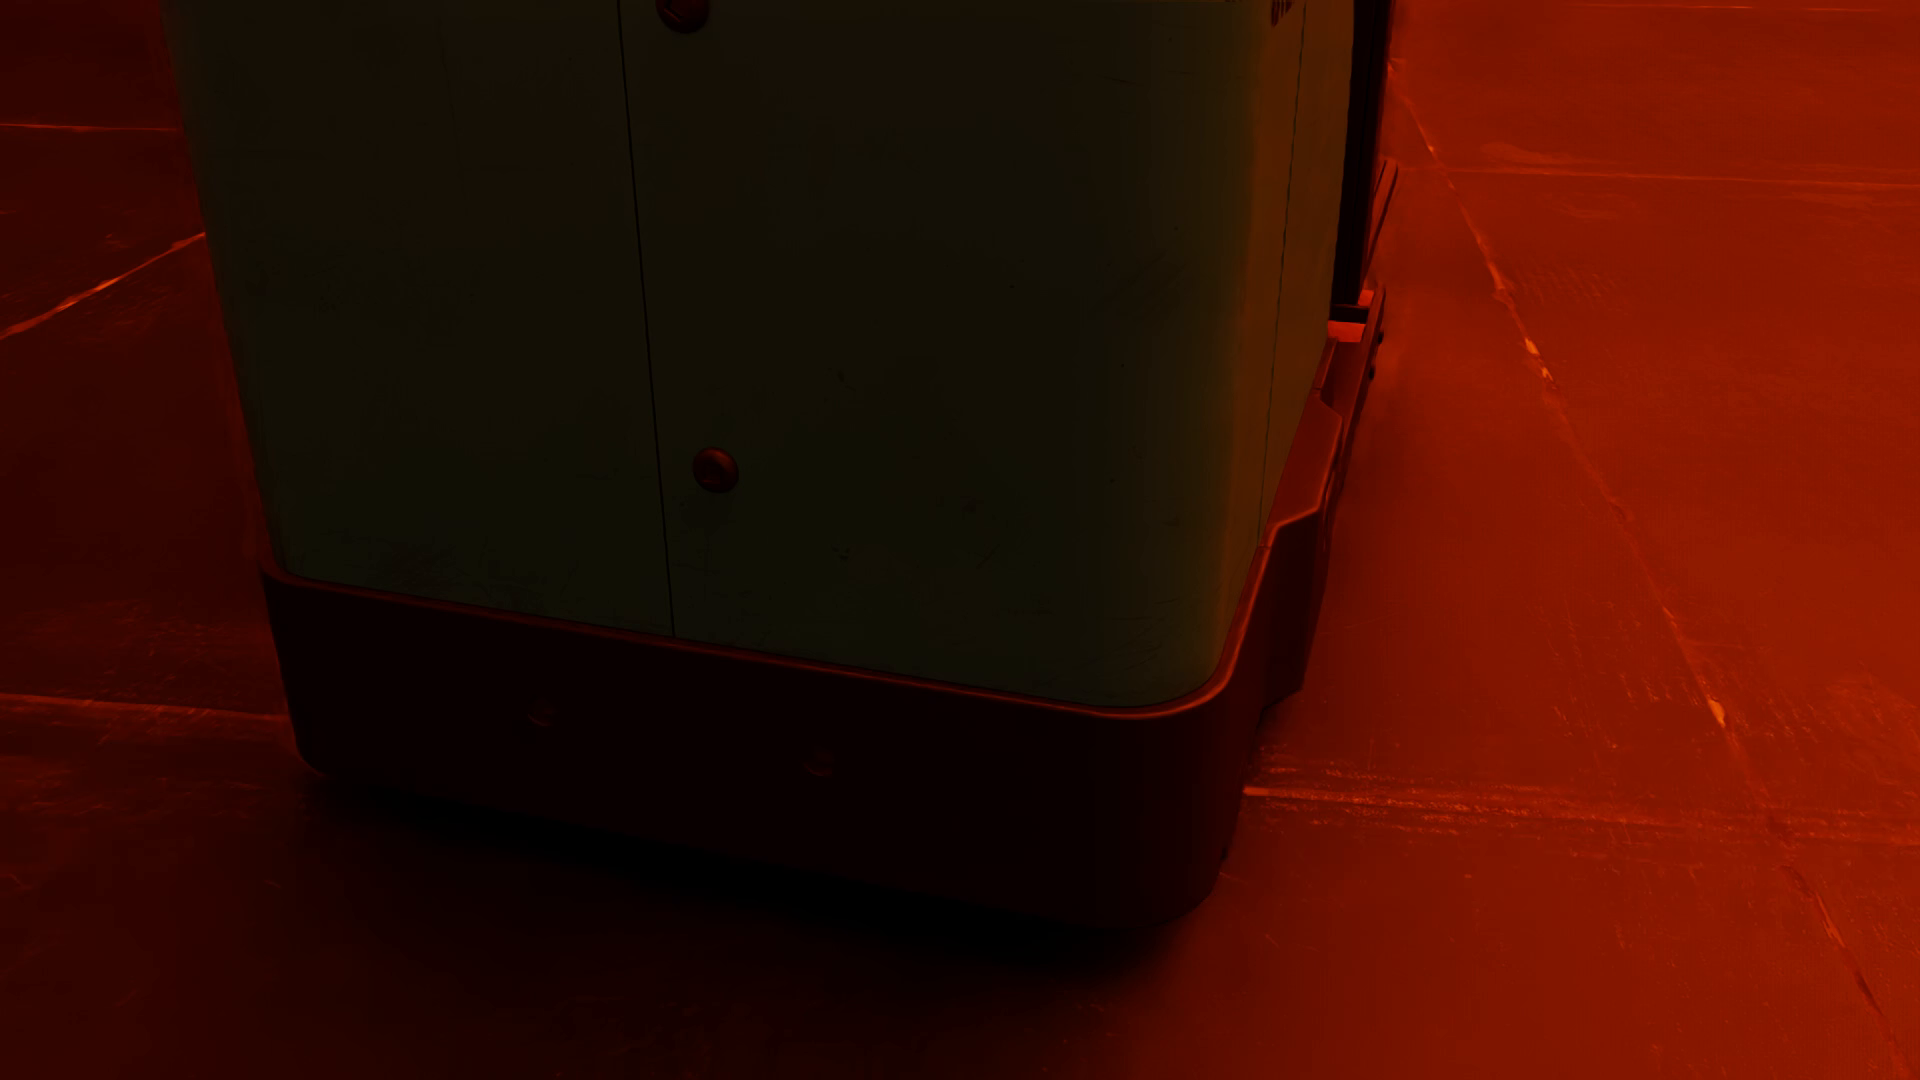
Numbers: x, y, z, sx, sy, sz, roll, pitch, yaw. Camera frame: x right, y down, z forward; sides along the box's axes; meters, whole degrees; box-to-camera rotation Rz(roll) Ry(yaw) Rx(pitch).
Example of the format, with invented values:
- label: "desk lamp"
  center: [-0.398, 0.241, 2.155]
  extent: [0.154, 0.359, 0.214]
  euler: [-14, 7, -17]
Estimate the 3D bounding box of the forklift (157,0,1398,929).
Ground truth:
- label: "forklift"
  center: [0.168, -1.577, 2.379]
  extent: [1.130, 2.935, 3.031]
  euler: [8, 28, 15]
